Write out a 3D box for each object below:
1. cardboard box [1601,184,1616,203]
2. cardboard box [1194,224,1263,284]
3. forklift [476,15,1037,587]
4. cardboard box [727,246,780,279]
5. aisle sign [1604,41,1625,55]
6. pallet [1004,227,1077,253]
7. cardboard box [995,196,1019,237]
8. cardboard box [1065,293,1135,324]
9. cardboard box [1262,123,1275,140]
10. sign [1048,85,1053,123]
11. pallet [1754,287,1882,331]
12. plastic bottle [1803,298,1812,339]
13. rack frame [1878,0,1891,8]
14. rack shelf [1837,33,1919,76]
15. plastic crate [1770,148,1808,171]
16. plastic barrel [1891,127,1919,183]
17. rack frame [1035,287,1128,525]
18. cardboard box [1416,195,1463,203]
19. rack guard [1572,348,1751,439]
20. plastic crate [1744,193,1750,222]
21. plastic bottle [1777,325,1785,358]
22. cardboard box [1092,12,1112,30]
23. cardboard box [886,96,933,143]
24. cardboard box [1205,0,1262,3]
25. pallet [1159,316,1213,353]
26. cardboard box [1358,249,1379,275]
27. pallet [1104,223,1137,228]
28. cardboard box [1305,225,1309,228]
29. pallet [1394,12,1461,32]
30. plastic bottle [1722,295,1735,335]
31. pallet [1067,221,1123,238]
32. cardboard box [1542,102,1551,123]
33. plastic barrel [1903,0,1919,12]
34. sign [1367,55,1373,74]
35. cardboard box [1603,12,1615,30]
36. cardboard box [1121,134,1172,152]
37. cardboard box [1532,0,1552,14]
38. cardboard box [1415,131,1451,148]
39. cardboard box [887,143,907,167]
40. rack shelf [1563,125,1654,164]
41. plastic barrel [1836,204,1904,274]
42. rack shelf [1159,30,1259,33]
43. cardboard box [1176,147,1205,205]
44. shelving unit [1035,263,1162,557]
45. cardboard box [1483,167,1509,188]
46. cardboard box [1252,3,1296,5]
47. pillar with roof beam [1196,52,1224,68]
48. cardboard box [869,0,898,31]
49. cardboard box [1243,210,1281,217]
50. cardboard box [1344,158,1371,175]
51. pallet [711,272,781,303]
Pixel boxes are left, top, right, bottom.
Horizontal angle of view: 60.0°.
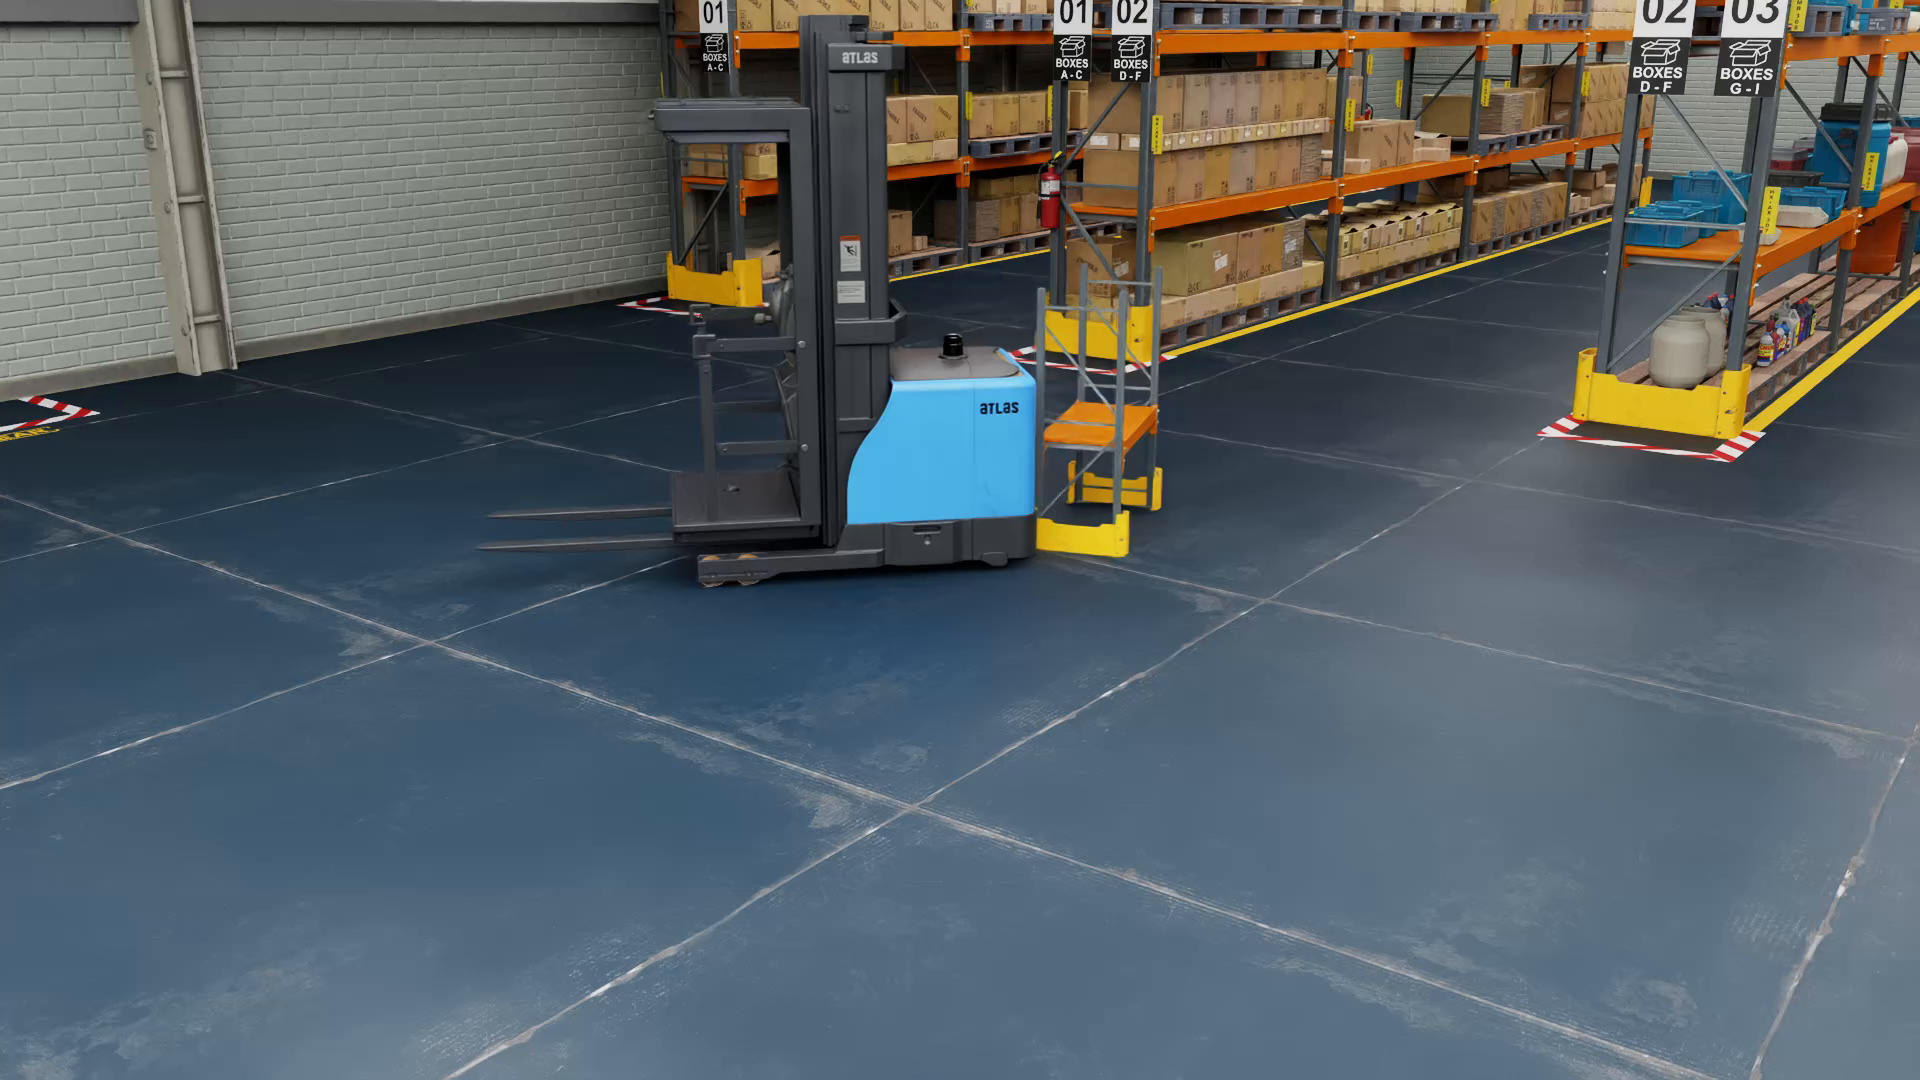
[{"bbox_3d":[10.079,-5.465,26.180,0.500,0.250,0.500,12,21,35],"label":"cardboard box"},{"bbox_3d":[2.656,-2.842,16.502,0.500,0.500,0.500,12,21,35],"label":"cardboard box"},{"bbox_3d":[-1.139,-1.315,9.036,3.031,2.935,1.130,-3,17,-9],"label":"forklift"},{"bbox_3d":[-2.234,-3.101,18.463,0.500,0.311,0.500,10,20,29],"label":"cardboard box"},{"bbox_3d":[10.600,-8.272,26.940,0.394,0.787,0.004,12,21,35],"label":"aisle sign"},{"bbox_3d":[0.854,-4.125,22.669,1.003,0.211,1.213,12,21,35],"label":"pallet"},{"bbox_3d":[0.357,-4.305,22.023,0.700,0.500,0.500,12,21,34],"label":"cardboard box"},{"bbox_3d":[1.344,-2.219,15.759,0.500,0.250,0.500,12,21,35],"label":"cardboard box"},{"bbox_3d":[2.897,-4.057,16.488,0.380,0.149,0.250,13,22,36],"label":"cardboard box"},{"bbox_3d":[0.834,-3.917,14.947,0.100,0.325,0.005,12,21,35],"label":"sign"},{"bbox_3d":[8.784,-2.382,17.059,1.003,0.211,1.213,12,21,35],"label":"pallet"},{"bbox_3d":[7.469,-1.969,14.751,0.144,0.351,0.185,12,21,33],"label":"plastic bottle"},{"bbox_3d":[7.621,-6.093,14.191,1.000,3.000,0.127,12,21,35],"label":"rack frame"},{"bbox_3d":[8.812,-4.793,16.277,1.077,0.370,4.000,12,21,35],"label":"rack shelf"},{"bbox_3d":[7.664,-3.428,15.617,0.402,0.464,0.583,12,21,35],"label":"plastic crate"},{"bbox_3d":[9.971,-4.082,17.600,0.600,0.536,0.708,12,21,35],"label":"plastic barrel"},{"bbox_3d":[0.668,-0.651,9.312,0.500,1.500,0.032,5,18,16],"label":"rack frame"},{"bbox_3d":[6.397,-4.338,22.127,0.500,0.500,0.500,13,22,37],"label":"cardboard box"},{"bbox_3d":[5.245,-1.108,12.469,1.175,0.500,0.348,12,21,35],"label":"rack guard"},{"bbox_3d":[6.585,-2.853,14.232,0.450,0.188,0.662,12,21,35],"label":"plastic crate"},{"bbox_3d":[6.832,-1.665,13.905,0.097,0.271,0.097,0,17,0],"label":"plastic bottle"},{"bbox_3d":[1.836,-7.112,22.646,0.500,0.311,0.500,12,21,35],"label":"cardboard box"},{"bbox_3d":[-0.662,-4.988,19.702,0.500,0.500,0.500,12,21,34],"label":"cardboard box"},{"bbox_3d":[2.471,-5.246,15.410,0.500,0.500,0.500,12,21,35],"label":"cardboard box"},{"bbox_3d":[1.684,-2.009,15.858,1.003,0.211,1.213,12,21,35],"label":"pallet"},{"bbox_3d":[4.390,-3.165,18.807,0.500,0.250,0.500,13,22,36],"label":"cardboard box"},{"bbox_3d":[2.578,-4.774,24.762,1.003,0.211,1.213,12,21,35],"label":"pallet"},{"bbox_3d":[3.656,-3.407,18.638,0.500,0.311,0.500,12,21,35],"label":"cardboard box"},{"bbox_3d":[5.032,-5.955,19.123,1.003,0.211,1.213,14,22,37],"label":"pallet"},{"bbox_3d":[6.922,-2.029,14.943,0.144,0.351,0.185,12,21,35],"label":"plastic bottle"},{"bbox_3d":[1.581,-4.414,23.601,1.003,0.211,1.213,12,21,35],"label":"pallet"},{"bbox_3d":[8.503,-6.222,24.553,0.500,0.500,0.500,13,21,36],"label":"cardboard box"},{"bbox_3d":[10.345,-6.154,18.012,0.600,0.830,0.708,12,21,35],"label":"plastic barrel"},{"bbox_3d":[7.242,-8.404,29.396,0.100,0.325,0.005,12,21,35],"label":"sign"},{"bbox_3d":[9.201,-7.561,24.229,0.500,0.250,0.500,12,21,35],"label":"cardboard box"},{"bbox_3d":[1.668,-3.564,14.902,0.380,0.149,0.250,12,21,34],"label":"cardboard box"},{"bbox_3d":[7.672,-7.468,22.631,0.600,0.600,0.600,12,21,34],"label":"cardboard box"},{"bbox_3d":[5.776,-4.935,20.729,0.500,0.311,0.500,14,22,38],"label":"cardboard box"},{"bbox_3d":[-0.965,-4.511,19.430,0.500,0.250,0.500,12,21,34],"label":"cardboard box"},{"bbox_3d":[9.603,-6.142,25.679,1.077,0.370,4.000,12,21,35],"label":"rack shelf"},{"bbox_3d":[10.282,-3.464,18.793,0.600,0.830,0.708,12,21,35],"label":"plastic barrel"},{"bbox_3d":[3.239,-7.497,24.982,1.077,0.370,4.000,12,21,35],"label":"rack shelf"},{"bbox_3d":[1.859,-3.434,15.576,0.700,0.500,0.500,13,22,36],"label":"cardboard box"},{"bbox_3d":[0.821,-0.798,9.784,0.587,1.500,1.083,5,18,16],"label":"shelving unit"},{"bbox_3d":[7.332,-5.074,23.233,0.500,0.250,0.500,12,21,35],"label":"cardboard box"},{"bbox_3d":[3.133,-5.779,17.123,0.500,0.500,0.500,15,22,39],"label":"cardboard box"},{"bbox_3d":[7.611,-9.308,24.544,9.100,9.000,0.400,12,21,35],"label":"pillar with roof beam"},{"bbox_3d":[-1.049,-6.048,18.900,0.500,0.500,0.500,11,21,33],"label":"cardboard box"},{"bbox_3d":[3.117,-3.295,17.959,0.500,0.500,0.500,12,21,35],"label":"cardboard box"},{"bbox_3d":[4.337,-4.159,18.503,0.380,0.149,0.250,12,21,35],"label":"cardboard box"},{"bbox_3d":[-2.161,-2.900,18.725,1.003,0.211,1.213,12,21,35],"label":"pallet"}]
